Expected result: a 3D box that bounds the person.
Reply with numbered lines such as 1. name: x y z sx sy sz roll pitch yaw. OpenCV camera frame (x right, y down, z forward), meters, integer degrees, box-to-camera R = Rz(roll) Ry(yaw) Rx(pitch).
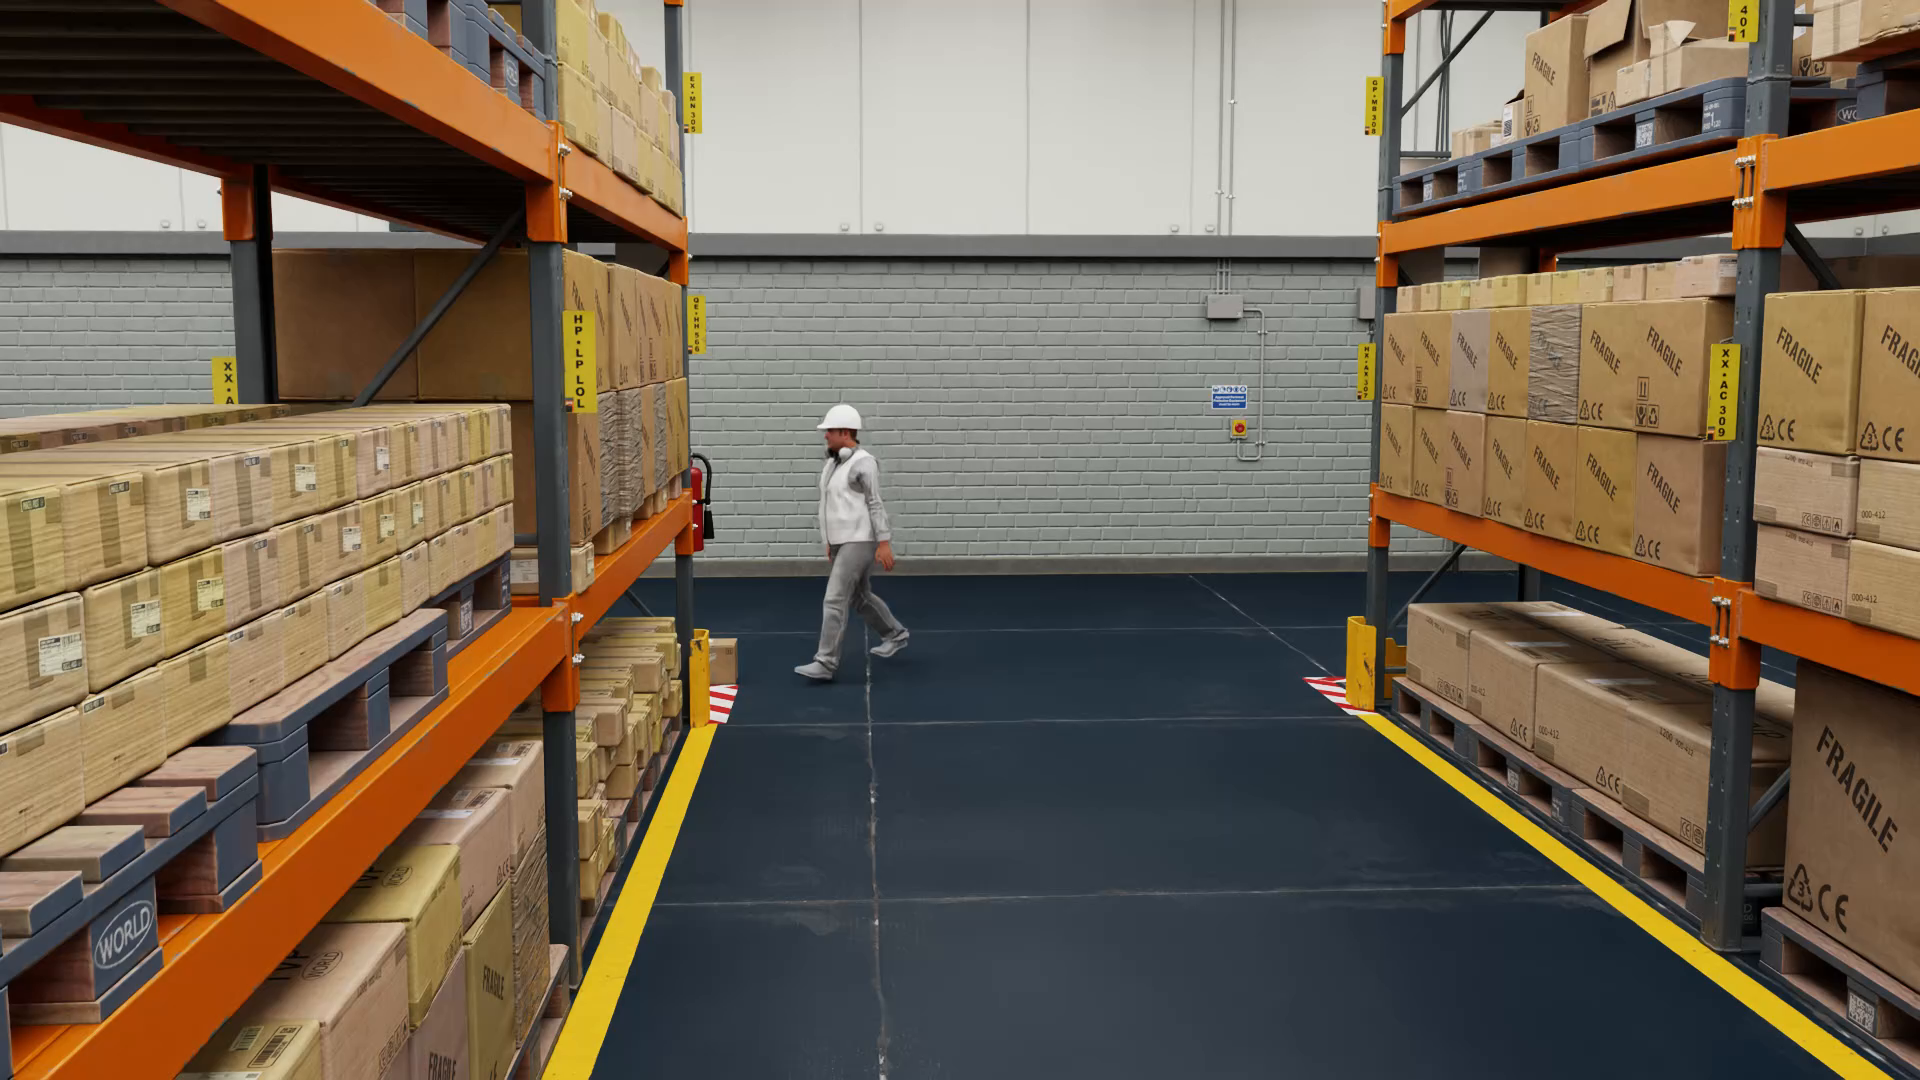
1. person: -0.703 0.001 10.735 1.000 1.739 0.598 -4 8 -32
